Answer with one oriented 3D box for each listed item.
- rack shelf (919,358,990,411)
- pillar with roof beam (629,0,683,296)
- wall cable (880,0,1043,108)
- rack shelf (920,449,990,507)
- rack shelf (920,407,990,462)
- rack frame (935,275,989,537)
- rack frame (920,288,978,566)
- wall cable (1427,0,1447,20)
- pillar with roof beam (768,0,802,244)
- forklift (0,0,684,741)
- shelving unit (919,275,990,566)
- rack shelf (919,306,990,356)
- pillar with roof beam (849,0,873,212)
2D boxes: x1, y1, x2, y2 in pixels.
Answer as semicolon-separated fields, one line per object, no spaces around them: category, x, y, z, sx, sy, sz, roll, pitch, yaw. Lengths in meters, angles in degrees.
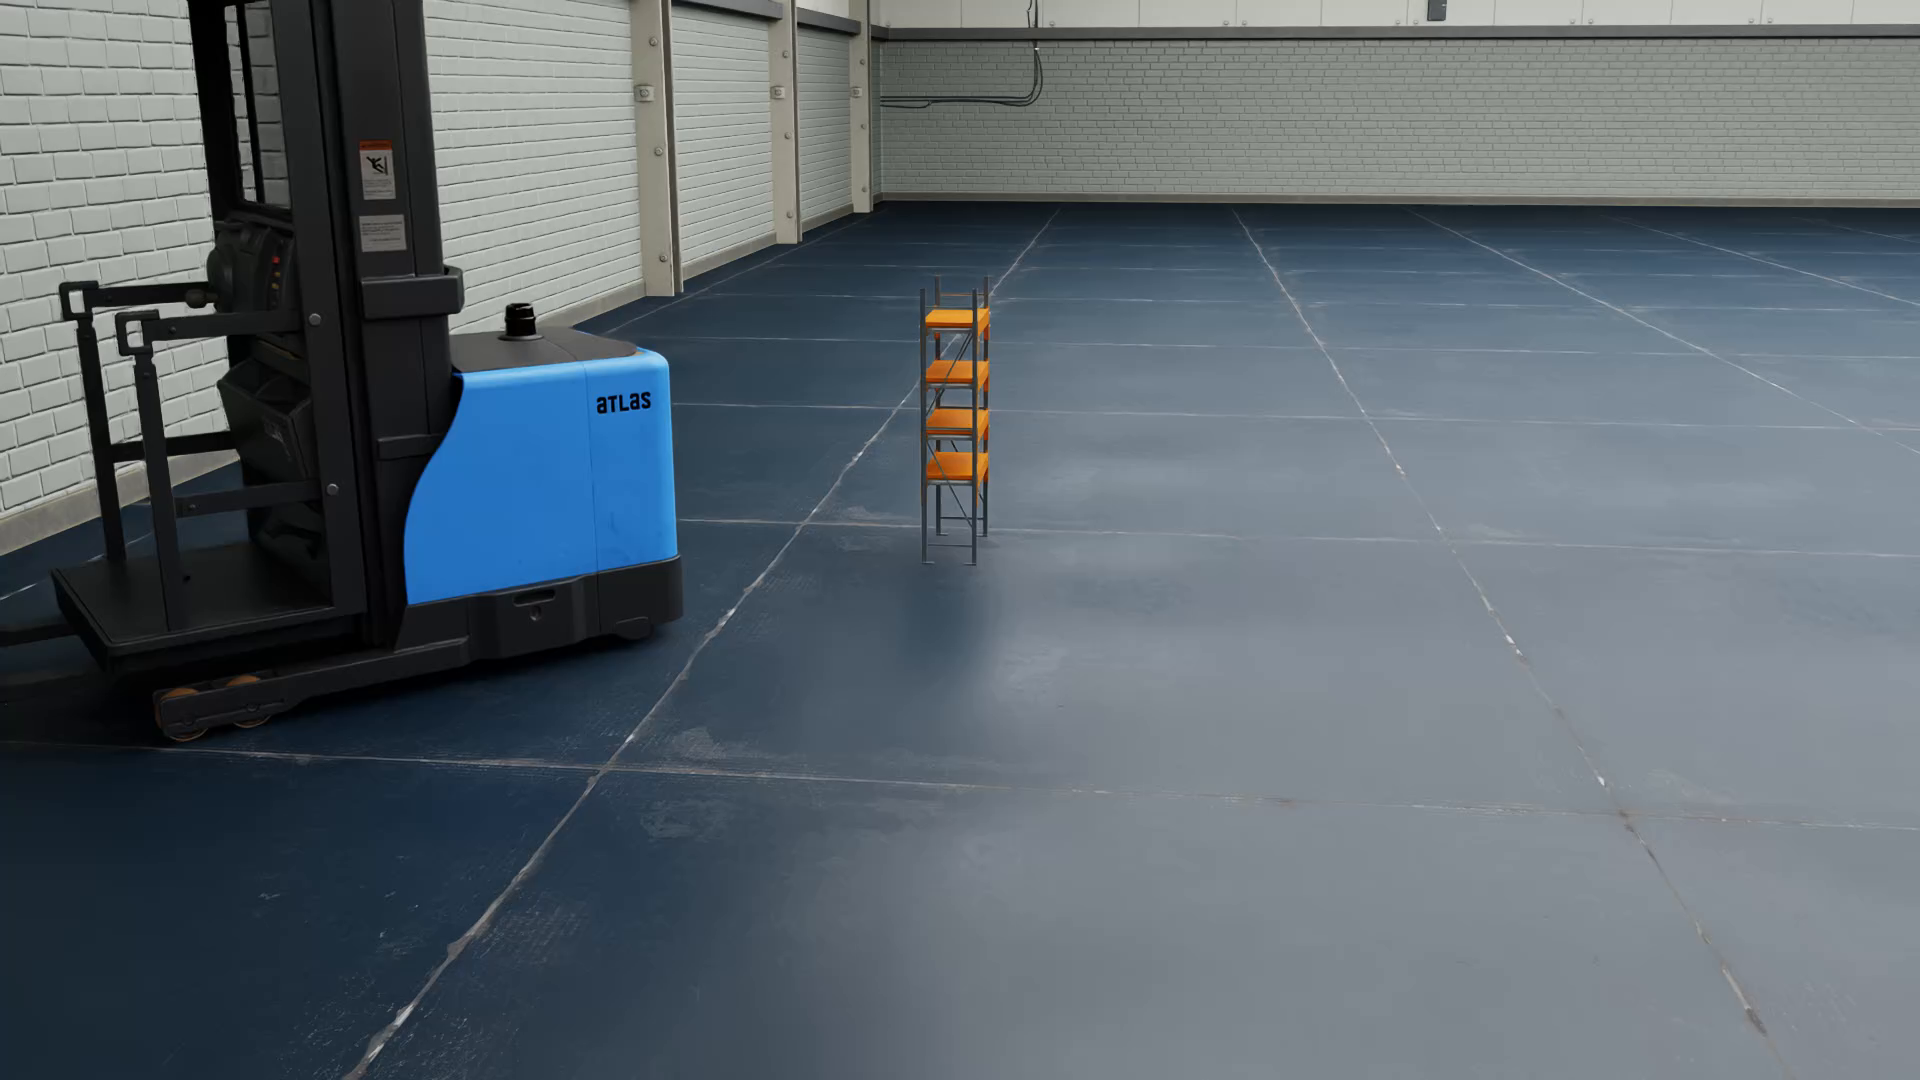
rack shelf;-0.019;-0.687;7.306;0.258;0.148;0.480;2;15;6
pillar with roof beam;1.255;-6.728;15.304;9.100;9.000;0.400;2;15;6
wall cable;-0.023;-9.193;30.370;3.097;2.526;0.112;2;15;6
rack shelf;-0.019;-0.280;7.416;0.258;0.148;0.480;2;15;6
rack shelf;-0.019;-0.471;7.364;0.258;0.148;0.480;2;15;6
rack frame;0.009;-0.600;7.581;0.240;1.200;0.015;2;15;6
rack frame;-0.046;-0.473;7.113;0.240;1.200;0.015;2;15;6
wall cable;9.408;-12.050;28.471;2.305;6.003;0.169;2;15;6
pillar with roof beam;1.932;-8.284;21.059;9.100;9.000;0.400;2;15;6
forklift;-2.541;-0.930;5.488;3.031;2.935;1.130;-11;19;-35
shelving unit;-0.019;-0.536;7.347;0.258;1.200;0.503;2;15;6
rack shelf;-0.019;-0.916;7.244;0.258;0.148;0.480;2;15;6
pillar with roof beam;2.609;-9.840;26.814;9.100;9.000;0.400;2;15;6
